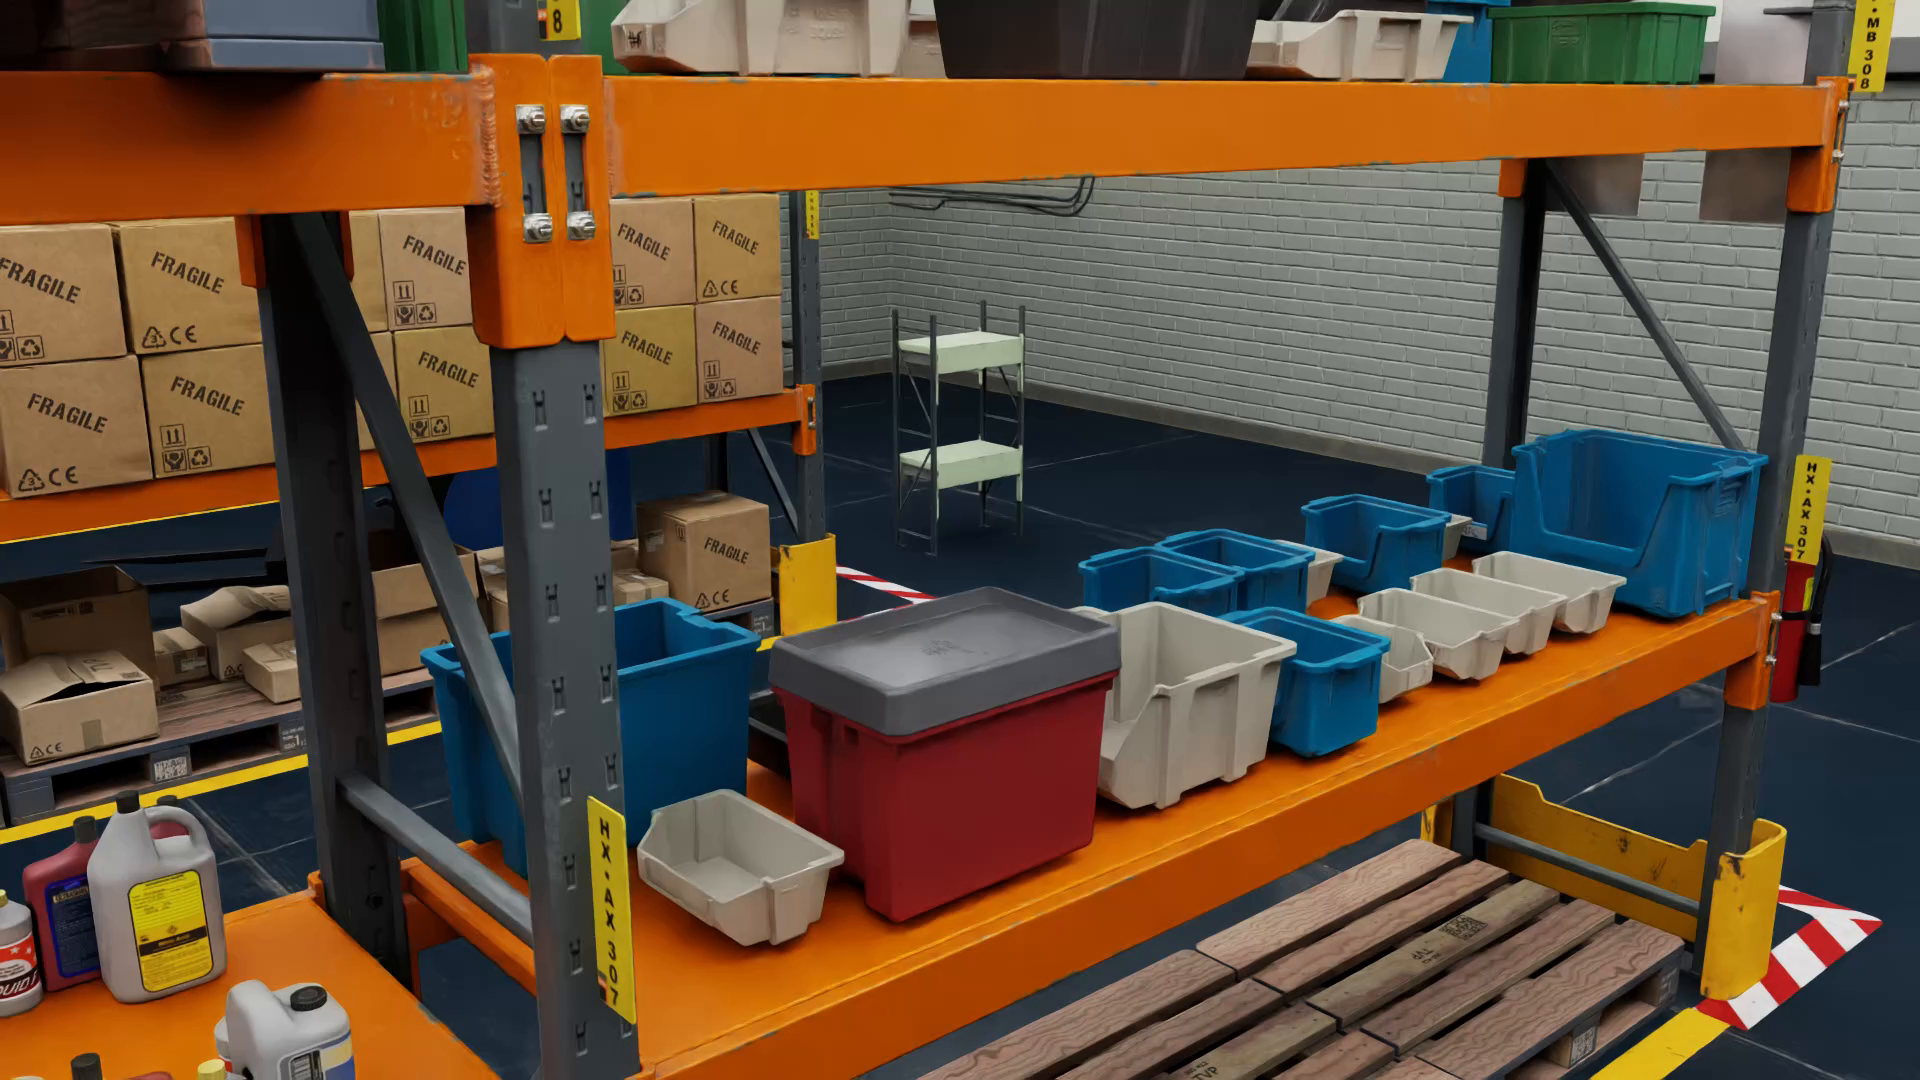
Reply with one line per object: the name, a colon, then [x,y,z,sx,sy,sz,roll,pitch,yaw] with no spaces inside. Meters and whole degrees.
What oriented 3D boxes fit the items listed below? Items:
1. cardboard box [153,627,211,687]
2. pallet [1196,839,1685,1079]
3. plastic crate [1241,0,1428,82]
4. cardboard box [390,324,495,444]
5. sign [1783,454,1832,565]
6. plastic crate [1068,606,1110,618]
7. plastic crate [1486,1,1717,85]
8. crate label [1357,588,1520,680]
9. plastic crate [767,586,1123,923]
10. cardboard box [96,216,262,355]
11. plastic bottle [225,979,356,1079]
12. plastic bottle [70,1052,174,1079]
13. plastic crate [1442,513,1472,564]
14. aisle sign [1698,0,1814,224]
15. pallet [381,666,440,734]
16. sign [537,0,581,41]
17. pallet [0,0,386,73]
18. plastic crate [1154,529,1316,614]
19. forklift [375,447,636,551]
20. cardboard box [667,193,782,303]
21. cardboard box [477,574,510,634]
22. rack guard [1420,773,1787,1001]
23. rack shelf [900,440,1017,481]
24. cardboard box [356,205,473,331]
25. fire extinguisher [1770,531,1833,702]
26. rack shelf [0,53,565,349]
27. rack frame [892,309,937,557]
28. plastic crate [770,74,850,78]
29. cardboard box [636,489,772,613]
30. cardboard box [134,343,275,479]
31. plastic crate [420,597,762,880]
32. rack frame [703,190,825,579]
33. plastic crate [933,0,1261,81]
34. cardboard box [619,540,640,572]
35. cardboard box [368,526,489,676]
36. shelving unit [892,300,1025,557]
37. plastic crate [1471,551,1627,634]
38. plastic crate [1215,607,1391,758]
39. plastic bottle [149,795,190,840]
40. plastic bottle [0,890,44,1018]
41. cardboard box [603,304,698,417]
cardboard box: [-3.624,0.534,7.610,0.250,0.149,0.380,-13,19,-39]
pallet: [1.508,1.363,5.239,1.213,0.211,1.003,-13,19,-39]
plastic crate: [0.822,-1.330,4.226,0.767,0.338,0.504,-13,19,-39]
cardboard box: [-2.402,-0.744,7.528,0.500,0.500,0.500,-13,20,-40]
sign: [2.529,-0.091,4.962,0.005,0.325,0.100,-13,19,-39]
plastic crate: [0.254,0.306,4.187,0.466,0.136,0.293,-13,19,-39]
plastic crate: [1.599,-1.241,4.180,0.336,0.188,0.450,-13,19,-39]
crate label: [1.237,0.253,4.383,0.243,0.136,0.396,-13,19,-39]
plastic crate: [-0.024,0.399,3.204,0.583,0.464,0.402,-13,19,-39]
cardboard box: [-3.182,-1.048,6.729,0.500,0.500,0.500,-13,20,-41]
plastic bottle: [-0.947,0.751,2.367,0.135,0.276,0.152,-13,19,-39]
plastic bottle: [-1.092,0.795,2.187,0.133,0.283,0.061,-13,19,-39]
plastic crate: [1.457,-0.002,5.340,0.298,0.136,0.250,-13,19,-39]
aisle sign: [2.402,-1.328,4.870,0.004,0.787,0.394,-13,19,-39]
pallet: [-2.671,0.620,8.022,1.213,0.211,1.003,-13,19,-39]
sign: [-0.503,-0.785,2.047,0.005,0.325,0.100,-13,19,-39]
pallet: [-1.389,-0.645,1.906,1.003,0.211,1.213,-13,19,-39]
plastic crate: [0.760,0.136,4.636,0.300,0.233,0.416,-13,19,-39]
forklift: [-3.454,-1.127,9.291,3.031,2.935,1.130,-5,16,-17]
cardboard box: [-1.249,-1.484,8.362,0.500,0.500,0.500,-13,20,-40]
cardboard box: [-2.078,0.330,8.179,0.500,0.250,0.500,-13,19,-39]
rack guard: [2.165,1.085,5.721,0.348,0.500,1.175,-13,19,-39]
rack shelf: [-0.005,-0.503,10.611,0.686,0.124,0.368,-13,19,-39]
cardboard box: [-2.405,-1.222,7.383,0.500,0.500,0.500,-12,19,-38]
fire extinguisher: [2.567,0.164,5.196,0.183,0.674,0.296,-13,19,-39]
rack shelf: [-2.371,-0.202,1.274,4.000,0.370,1.077,-13,19,-39]
rack frame: [-0.281,-0.661,10.320,0.023,1.500,0.400,-13,19,-39]
plastic crate: [-0.385,-1.024,3.282,0.300,0.233,0.416,-13,19,-39]
cardboard box: [-1.342,0.054,8.728,0.500,0.500,0.500,-13,19,-39]
cardboard box: [-3.163,-0.573,6.888,0.500,0.500,0.500,-12,19,-38]
plastic crate: [-0.734,0.394,3.376,0.575,0.384,0.392,-13,19,-39]
rack frame: [-1.093,-1.082,8.986,0.127,3.000,1.000,-13,19,-39]
plastic crate: [0.255,-0.982,3.055,0.590,0.269,0.497,-13,19,-39]
cardboard box: [-1.823,0.121,9.122,0.250,0.166,0.380,-13,19,-39]
cardboard box: [-2.697,0.270,7.910,0.637,0.503,0.797,-13,19,-39]
shelving unit: [-0.005,-0.723,10.552,0.755,1.500,0.431,-13,19,-39]
plastic crate: [1.659,0.155,4.751,0.243,0.136,0.396,-13,19,-39]
plastic crate: [0.774,0.333,3.898,0.300,0.233,0.416,-13,19,-39]
plastic bottle: [-1.419,0.596,2.930,0.133,0.283,0.061,-13,19,-39]
plastic bottle: [-1.595,0.682,2.770,0.097,0.201,0.097,0,15,0]
cardboard box: [-1.642,-0.912,8.159,0.500,0.500,0.500,-12,19,-39]
